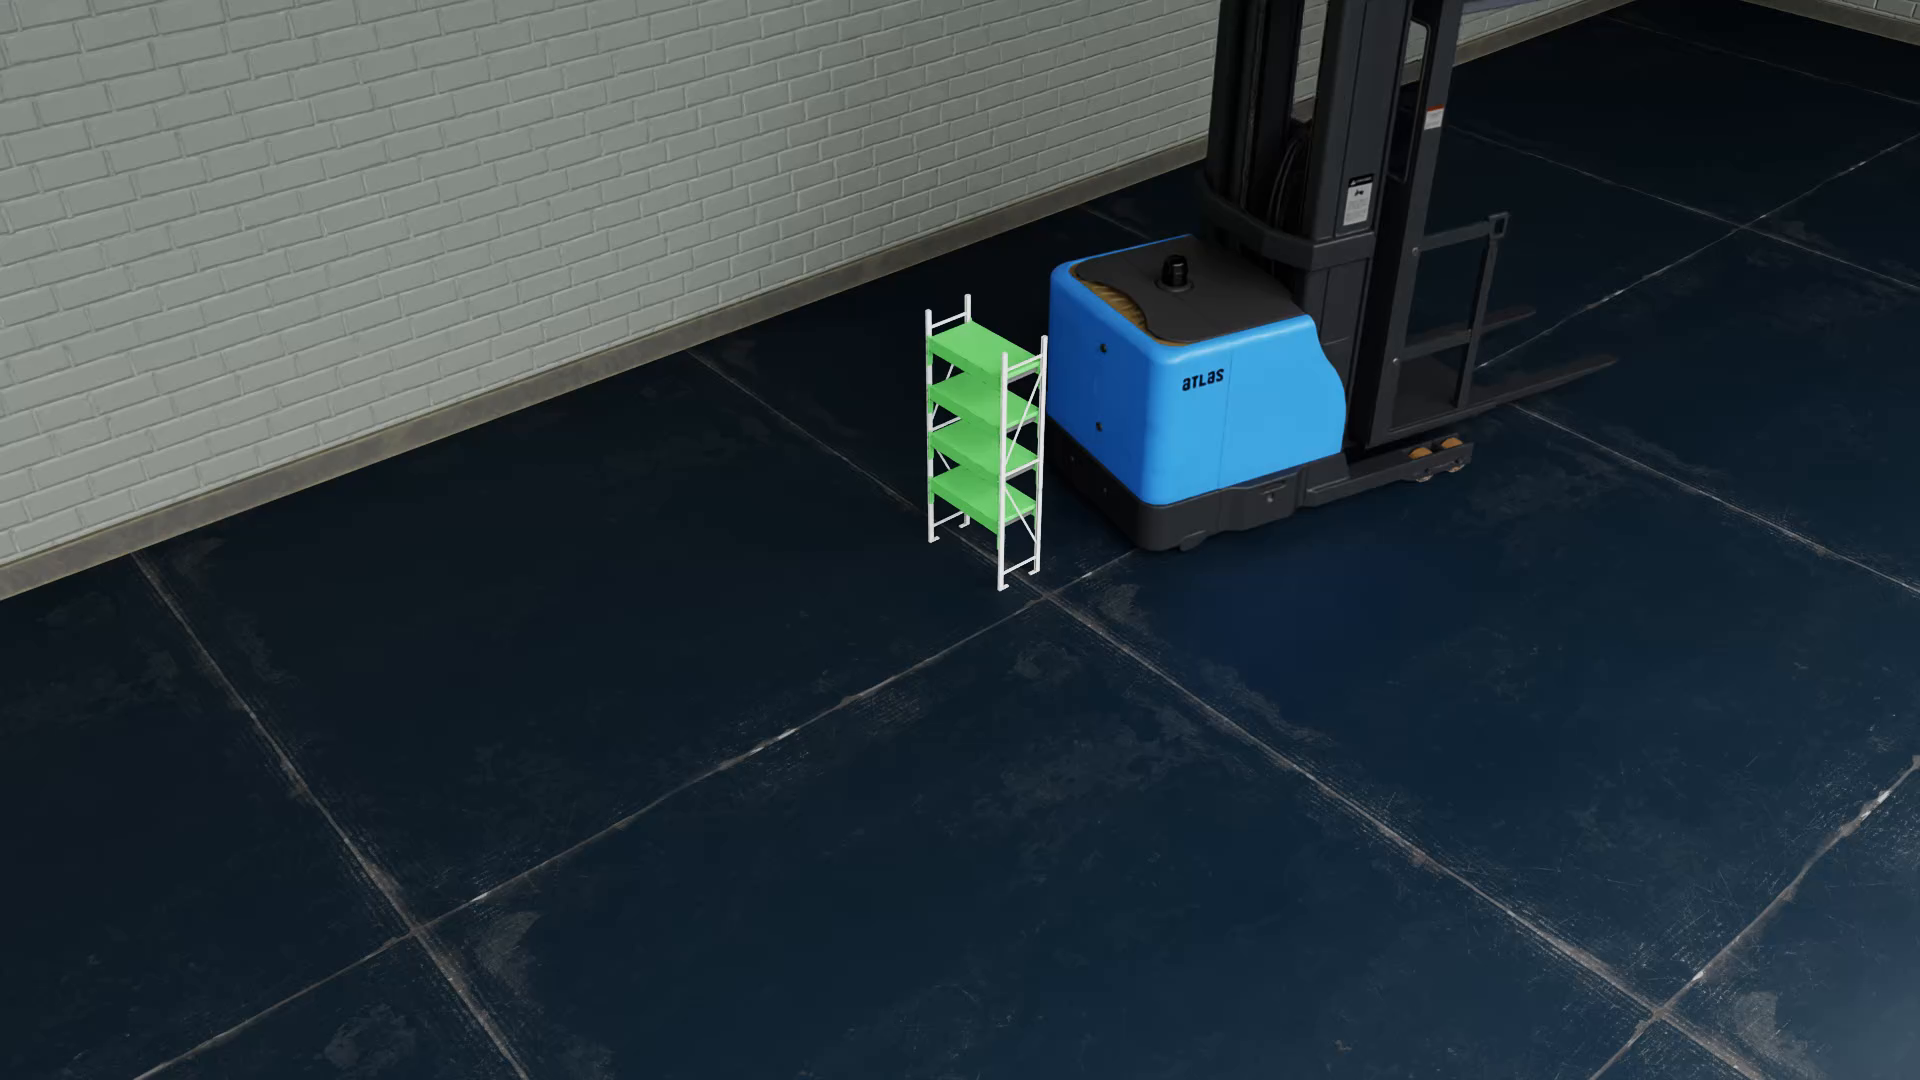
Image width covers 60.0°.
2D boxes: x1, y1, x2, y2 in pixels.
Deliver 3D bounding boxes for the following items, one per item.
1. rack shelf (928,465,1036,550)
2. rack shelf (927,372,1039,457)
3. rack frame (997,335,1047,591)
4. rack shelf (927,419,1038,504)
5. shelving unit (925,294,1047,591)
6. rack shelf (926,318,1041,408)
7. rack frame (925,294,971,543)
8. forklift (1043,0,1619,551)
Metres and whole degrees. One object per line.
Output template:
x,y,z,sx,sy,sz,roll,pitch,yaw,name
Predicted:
0.107,-0.169,7.476,0.258,0.148,0.480,-26,43,-32,rack shelf
0.107,-0.560,7.198,0.258,0.148,0.480,-26,43,-32,rack shelf
0.264,-0.309,7.148,0.240,1.200,0.015,-26,43,-32,rack frame
0.107,-0.364,7.337,0.258,0.148,0.480,-26,43,-32,rack shelf
0.107,-0.417,7.300,0.258,1.200,0.503,-26,43,-32,shelving unit
0.107,-0.756,7.060,0.258,0.148,0.480,-26,43,-32,rack shelf
-0.051,-0.524,7.452,0.240,1.200,0.015,-26,43,-32,rack frame
1.953,-1.735,7.664,3.031,2.935,1.130,-17,39,-22,forklift
